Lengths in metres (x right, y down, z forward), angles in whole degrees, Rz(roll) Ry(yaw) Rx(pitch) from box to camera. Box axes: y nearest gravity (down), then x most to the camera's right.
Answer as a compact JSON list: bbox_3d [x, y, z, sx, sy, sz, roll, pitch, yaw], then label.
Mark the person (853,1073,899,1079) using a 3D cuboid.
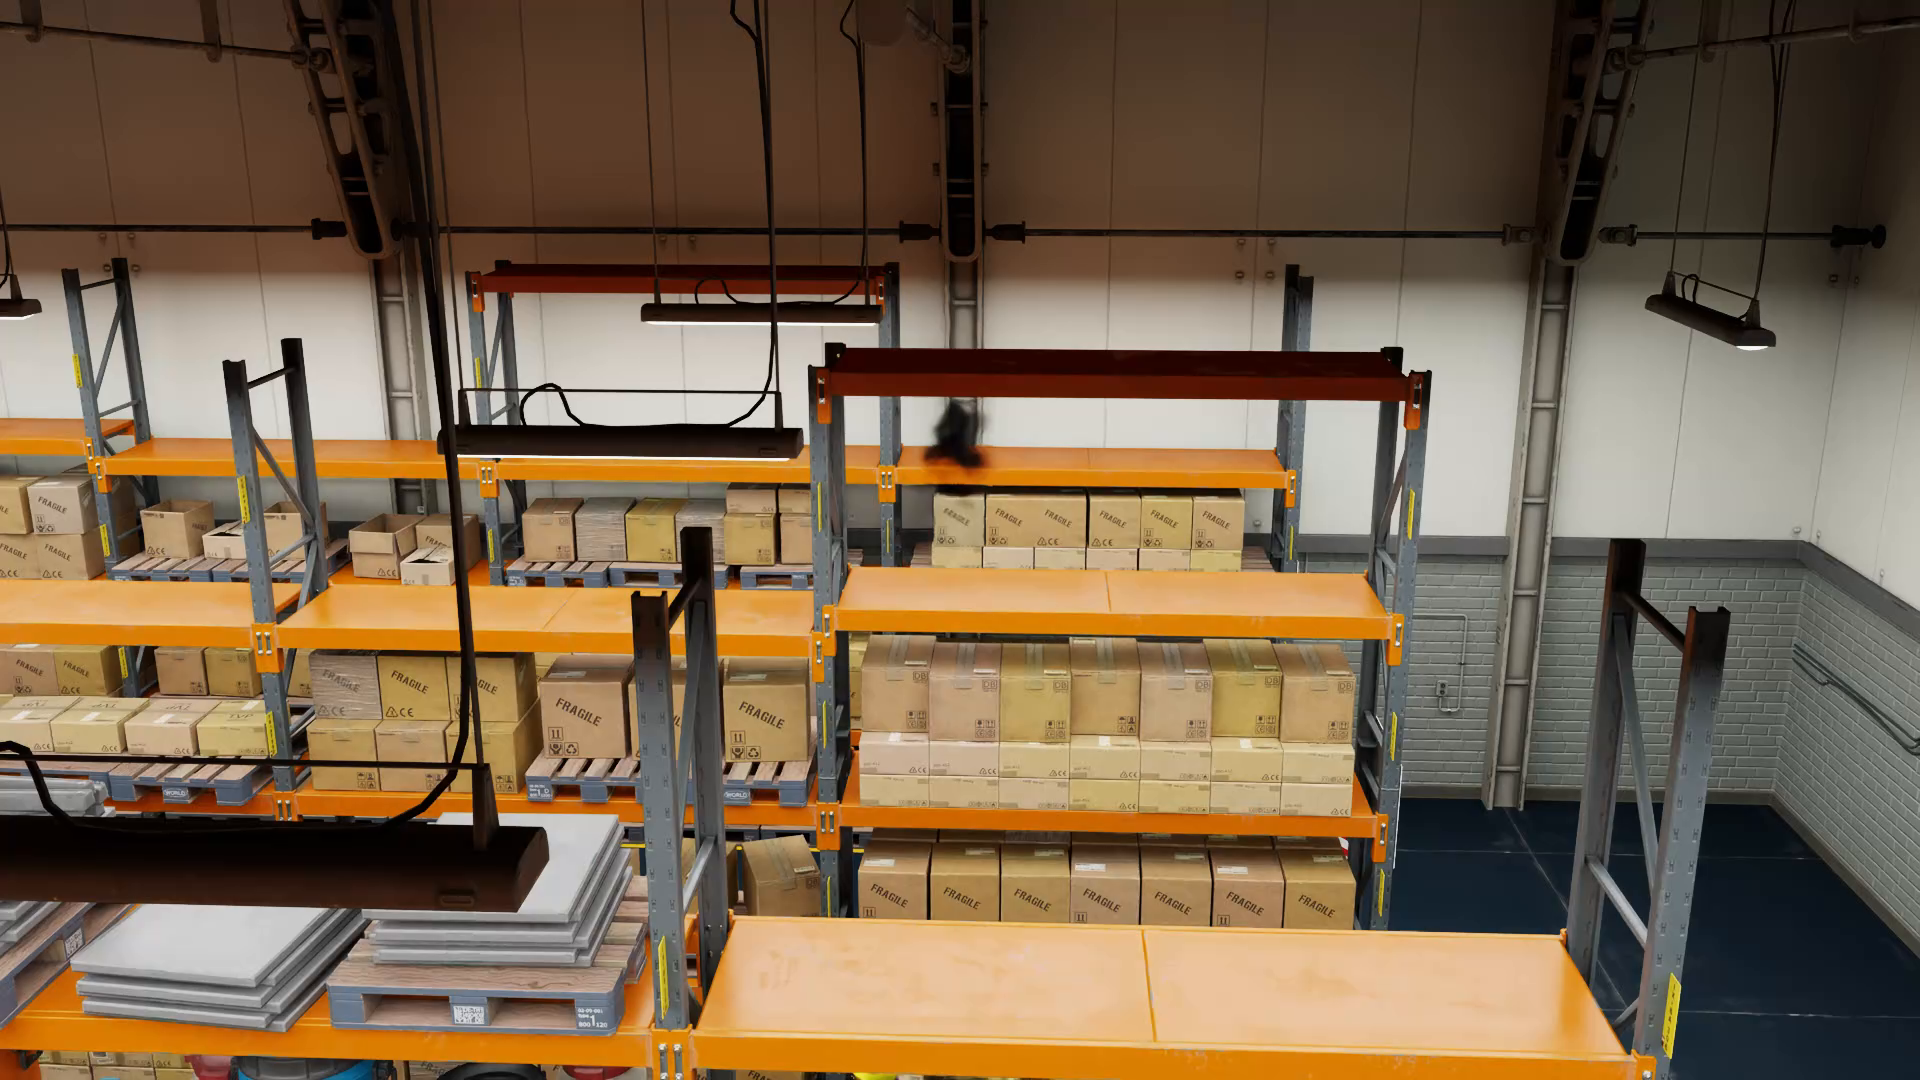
[{"bbox_3d":[-0.552,4.202,10.973,0.764,1.830,0.670,-2,16,-8],"label":"person"}]
